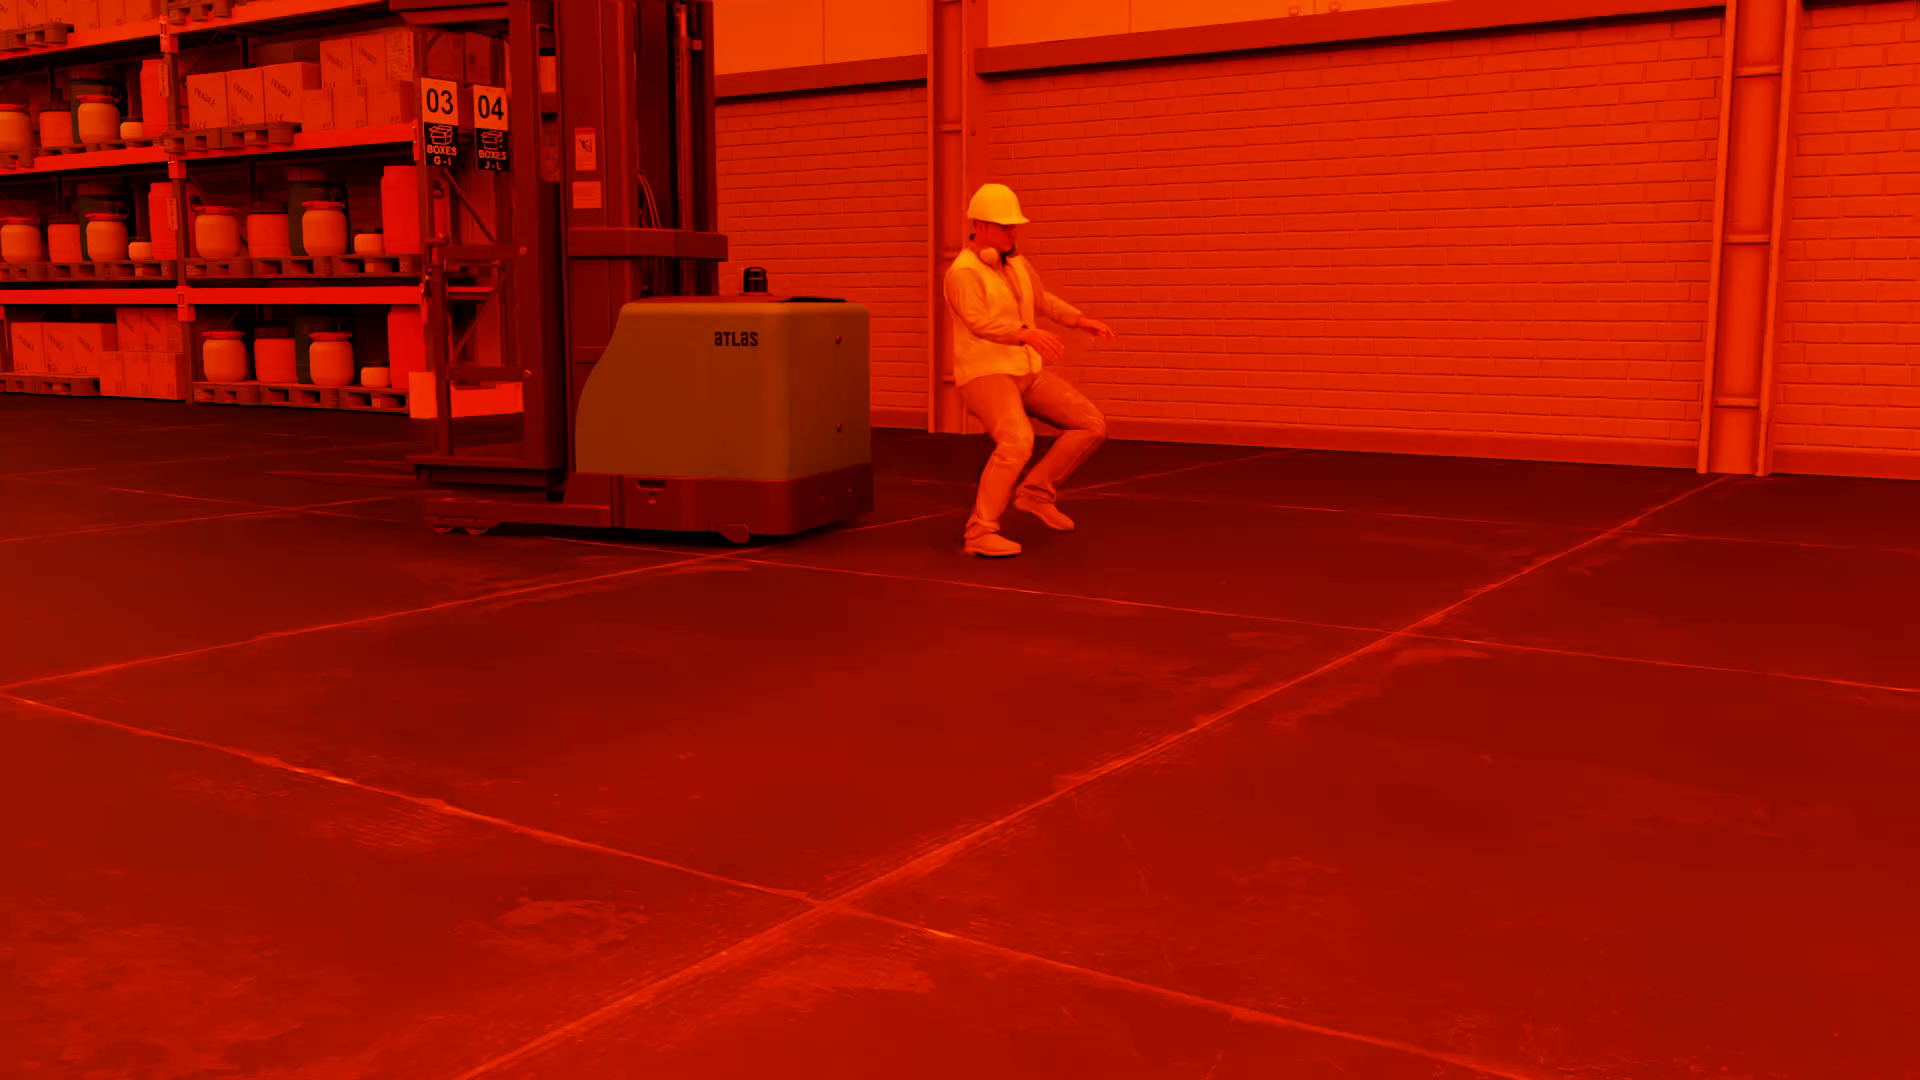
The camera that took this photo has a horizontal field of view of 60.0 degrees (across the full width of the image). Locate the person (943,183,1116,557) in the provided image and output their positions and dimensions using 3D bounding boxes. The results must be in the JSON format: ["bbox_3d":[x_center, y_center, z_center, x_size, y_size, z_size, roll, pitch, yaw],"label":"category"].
[{"bbox_3d":[0.291,-0.768,7.359,0.752,1.595,0.909,6,10,36],"label":"person"}]

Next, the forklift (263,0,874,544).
[{"bbox_3d":[-1.991,-1.539,8.017,3.031,2.935,1.130,3,9,20],"label":"forklift"}]
